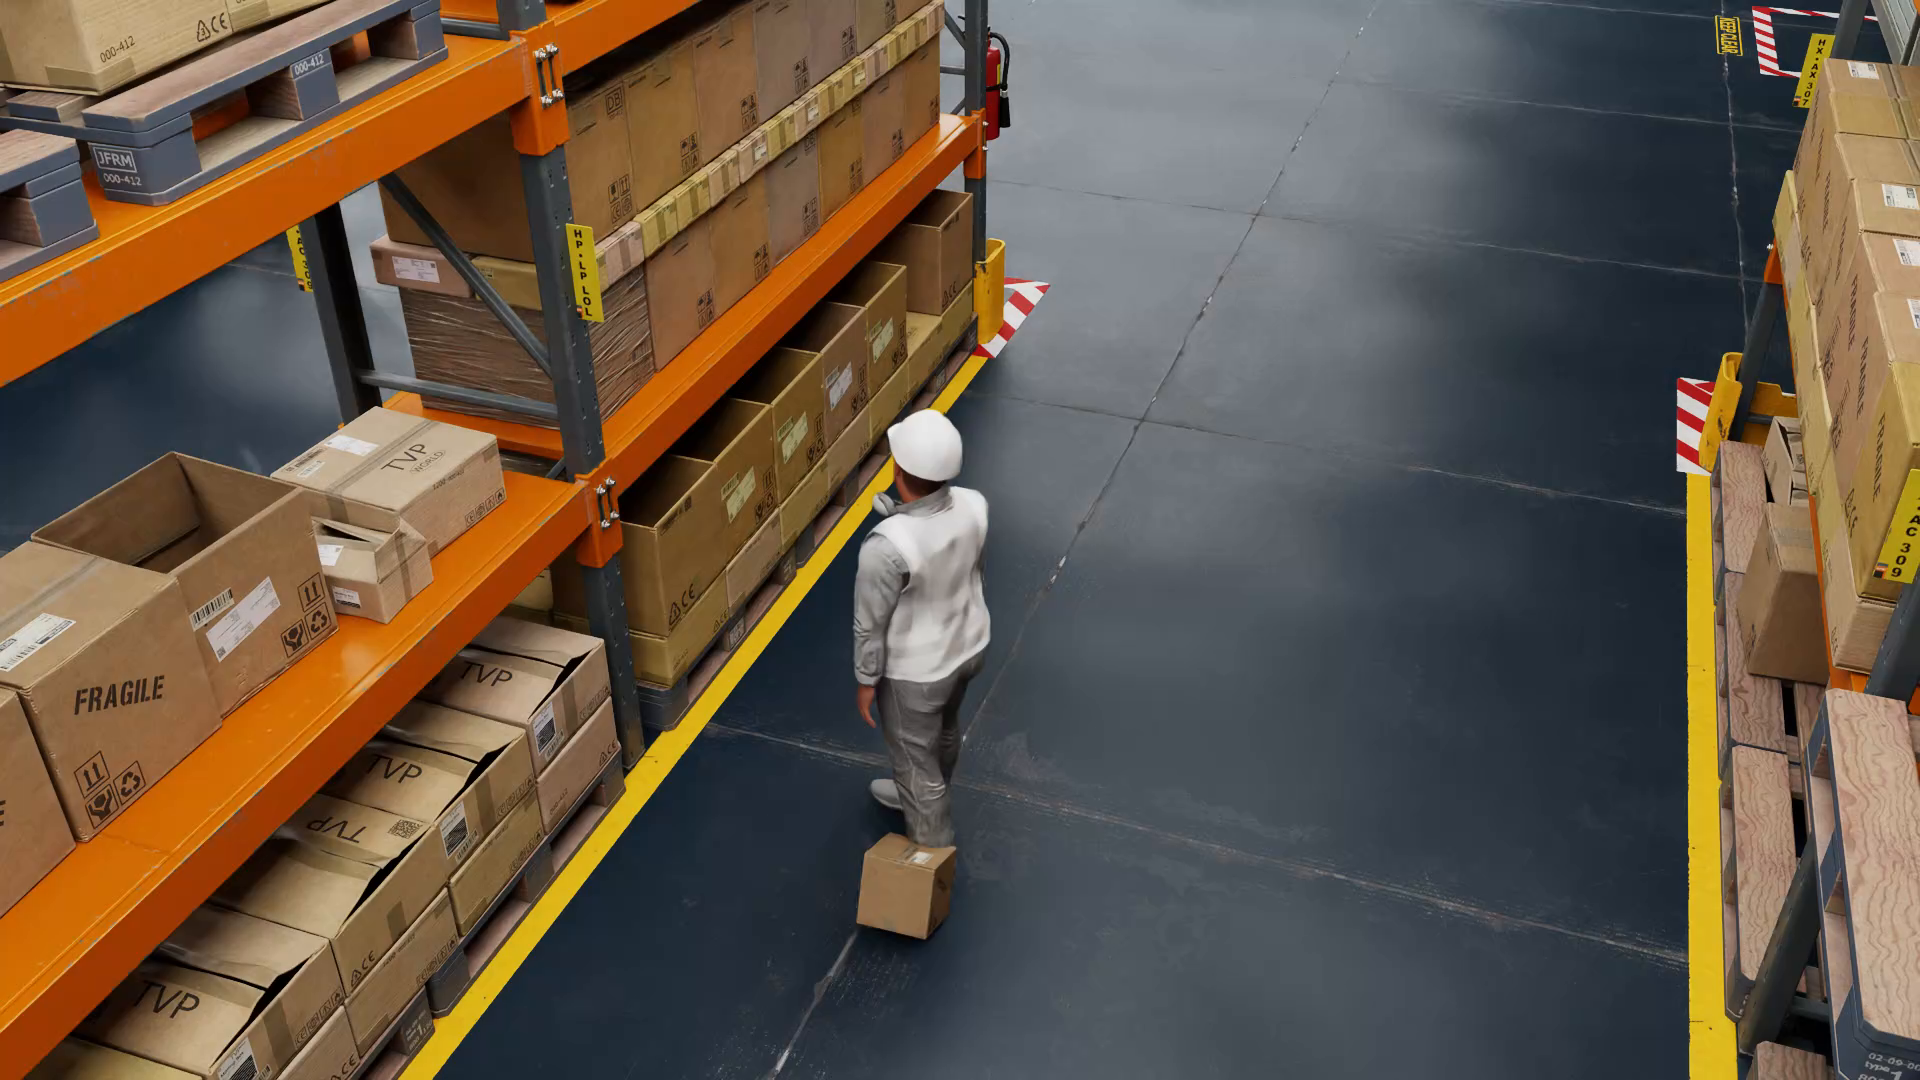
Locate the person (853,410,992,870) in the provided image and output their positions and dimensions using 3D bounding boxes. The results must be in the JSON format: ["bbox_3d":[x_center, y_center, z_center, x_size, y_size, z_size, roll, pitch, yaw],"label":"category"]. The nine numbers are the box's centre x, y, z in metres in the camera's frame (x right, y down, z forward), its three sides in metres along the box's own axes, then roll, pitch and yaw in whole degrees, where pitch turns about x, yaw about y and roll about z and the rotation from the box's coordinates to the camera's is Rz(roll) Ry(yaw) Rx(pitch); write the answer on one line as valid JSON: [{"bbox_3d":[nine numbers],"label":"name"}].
[{"bbox_3d":[-0.173,0.345,5.542,0.539,1.776,0.594,24,40,32],"label":"person"}]
